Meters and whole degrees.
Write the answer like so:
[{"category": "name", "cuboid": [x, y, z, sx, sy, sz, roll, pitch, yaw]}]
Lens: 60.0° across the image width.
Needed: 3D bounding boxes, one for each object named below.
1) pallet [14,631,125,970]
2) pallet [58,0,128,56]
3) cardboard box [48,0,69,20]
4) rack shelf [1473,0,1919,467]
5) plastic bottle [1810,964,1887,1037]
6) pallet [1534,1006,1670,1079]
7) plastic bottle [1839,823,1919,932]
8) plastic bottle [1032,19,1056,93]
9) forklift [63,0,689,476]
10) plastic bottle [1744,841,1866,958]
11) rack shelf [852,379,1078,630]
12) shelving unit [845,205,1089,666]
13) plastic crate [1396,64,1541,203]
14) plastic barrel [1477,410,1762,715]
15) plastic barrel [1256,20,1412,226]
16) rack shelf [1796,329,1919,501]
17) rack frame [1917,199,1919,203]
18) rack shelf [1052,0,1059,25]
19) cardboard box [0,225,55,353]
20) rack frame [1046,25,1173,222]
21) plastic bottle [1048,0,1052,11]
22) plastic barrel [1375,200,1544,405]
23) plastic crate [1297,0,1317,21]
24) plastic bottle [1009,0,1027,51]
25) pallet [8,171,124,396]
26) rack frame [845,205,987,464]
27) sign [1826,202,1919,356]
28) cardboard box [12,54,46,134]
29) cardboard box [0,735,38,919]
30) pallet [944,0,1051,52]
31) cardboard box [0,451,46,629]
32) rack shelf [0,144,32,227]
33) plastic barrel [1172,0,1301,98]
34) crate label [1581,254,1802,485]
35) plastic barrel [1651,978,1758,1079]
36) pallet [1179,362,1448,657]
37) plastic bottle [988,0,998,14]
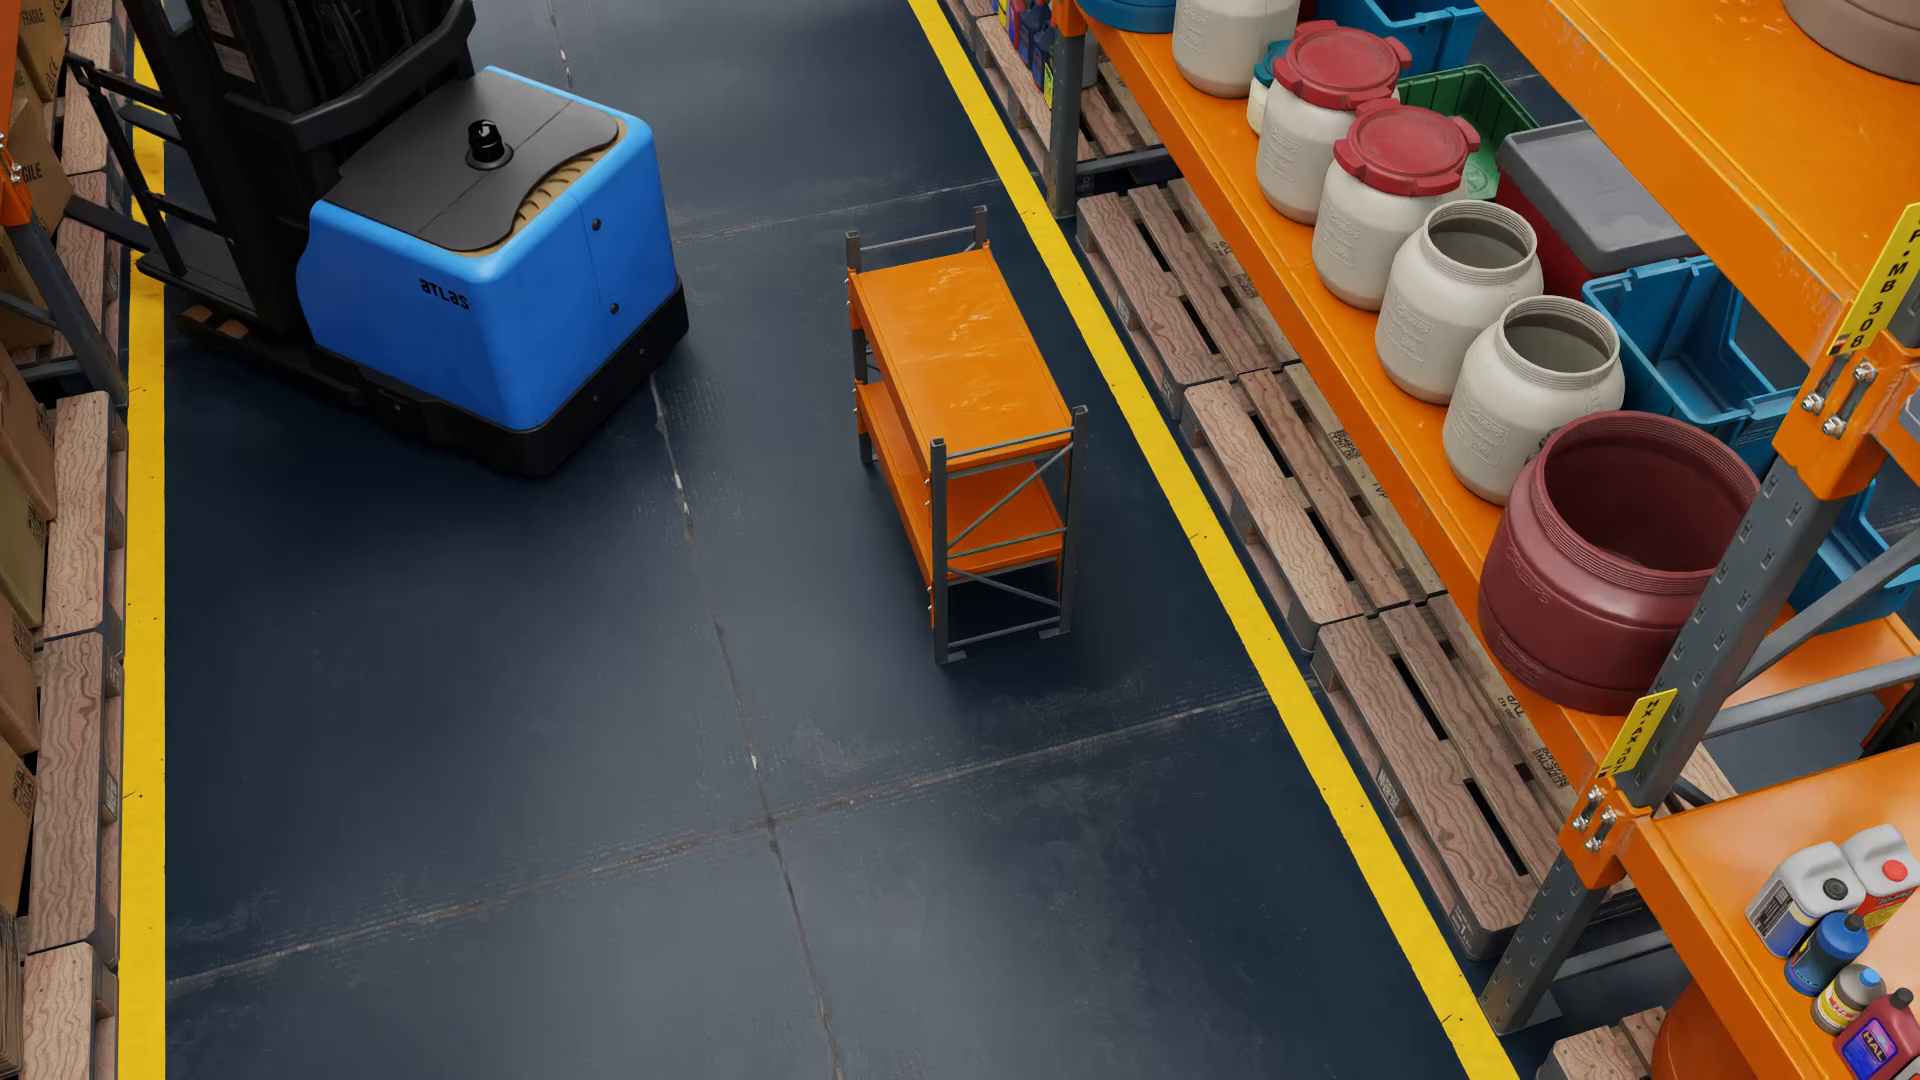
[{"category": "pallet", "cuboid": [-3.249, 0.927, 5.330, 1.003, 0.211, 1.213, -13, 51, -11]}, {"category": "pallet", "cuboid": [-4.799, -2.798, 8.471, 1.003, 0.211, 1.213, -13, 51, -11]}, {"category": "cardboard box", "cuboid": [-4.650, -2.795, 8.004, 0.500, 0.500, 0.500, -2, 50, -1]}, {"category": "rack shelf", "cuboid": [1.478, -1.826, 4.336, 1.077, 0.370, 4.000, -13, 51, -11]}, {"category": "plastic bottle", "cuboid": [1.925, 0.984, 3.588, 0.097, 0.201, 0.097, 0, 50, 0]}, {"category": "pallet", "cuboid": [2.342, 1.834, 4.565, 1.003, 0.211, 1.213, -13, 51, -11]}, {"category": "plastic bottle", "cuboid": [2.034, 0.764, 3.725, 0.152, 0.276, 0.135, -13, 51, -11]}, {"category": "plastic bottle", "cuboid": [0.420, -2.245, 7.626, 0.144, 0.351, 0.185, -15, 51, -12]}, {"category": "forklift", "cuboid": [-2.667, -2.021, 6.036, 3.031, 2.935, 1.130, 23, 54, 18]}, {"category": "plastic bottle", "cuboid": [1.888, 0.798, 3.696, 0.152, 0.276, 0.135, -13, 51, -11]}, {"category": "rack shelf", "cuboid": [0.002, -0.200, 6.003, 0.538, 0.278, 1.000, -13, 51, -11]}, {"category": "shelving unit", "cuboid": [0.002, -0.358, 5.816, 0.538, 1.125, 1.048, -13, 51, -11]}, {"category": "plastic crate", "cuboid": [1.671, -1.276, 5.502, 0.450, 0.188, 0.662, -13, 51, -11]}, {"category": "plastic barrel", "cuboid": [1.642, 0.055, 4.153, 0.600, 0.536, 0.708, -13, 51, -11]}, {"category": "plastic barrel", "cuboid": [1.177, -1.312, 5.305, 0.433, 0.535, 0.433, 0, 50, 0]}, {"category": "rack shelf", "cuboid": [2.661, 1.095, 1.874, 1.077, 0.370, 4.000, -13, 51, -11]}, {"category": "rack frame", "cuboid": [2.069, -1.564, 1.683, 1.000, 3.000, 0.127, -13, 51, -11]}, {"category": "rack shelf", "cuboid": [0.295, -3.781, 7.946, 1.077, 0.370, 4.000, -13, 51, -11]}, {"category": "cardboard box", "cuboid": [-3.925, -1.063, 6.545, 0.500, 0.500, 0.500, -15, 51, -12]}, {"category": "rack frame", "cuboid": [0.886, -2.552, 6.440, 1.000, 3.000, 0.127, -13, 51, -11]}, {"category": "plastic bottle", "cuboid": [0.498, -2.413, 7.816, 0.152, 0.276, 0.135, -13, 51, -11]}, {"category": "plastic barrel", "cuboid": [1.436, -0.677, 4.786, 0.421, 0.512, 0.421, 0, 50, 0]}, {"category": "plastic crate", "cuboid": [1.322, -2.288, 6.175, 0.402, 0.464, 0.583, -13, 51, -11]}, {"category": "plastic bottle", "cuboid": [0.276, -2.473, 7.862, 0.061, 0.283, 0.133, -10, 51, -9]}, {"category": "pallet", "cuboid": [-4.078, -1.016, 6.969, 1.003, 0.211, 1.213, -13, 51, -11]}, {"category": "rack frame", "cuboid": [-0.148, -0.729, 6.129, 0.500, 1.125, 0.032, -13, 51, -11]}, {"category": "sign", "cuboid": [1.546, -0.434, 2.761, 0.100, 0.325, 0.005, -13, 51, -11]}, {"category": "cardboard box", "cuboid": [-4.361, -1.915, 7.263, 0.500, 0.500, 0.500, -17, 52, -14]}, {"category": "cardboard box", "cuboid": [-3.230, 0.853, 4.916, 0.700, 0.500, 0.500, -9, 51, -8]}, {"category": "pallet", "cuboid": [0.363, -3.046, 8.680, 1.003, 0.211, 1.213, -13, 51, -11]}, {"category": "cardboard box", "cuboid": [-3.561, 0.037, 5.604, 0.700, 0.500, 0.500, -14, 51, -11]}, {"category": "rack shelf", "cuboid": [-3.254, 0.260, 4.539, 1.077, 0.370, 4.000, -13, 51, -11]}, {"category": "plastic barrel", "cuboid": [0.960, -1.848, 5.757, 0.433, 0.535, 0.433, 0, 50, 0]}, {"category": "crate label", "cuboid": [2.034, -0.429, 4.627, 0.502, 0.435, 0.616, -13, 51, -11]}, {"category": "plastic barrel", "cuboid": [2.230, 1.287, 4.348, 0.600, 0.830, 0.708, -13, 51, -11]}, {"category": "pallet", "cuboid": [1.520, -0.196, 6.277, 1.003, 0.211, 1.213, -13, 51, -11]}, {"category": "plastic bottle", "cuboid": [0.224, -2.717, 8.072, 0.152, 0.276, 0.135, -12, 51, -10]}]
